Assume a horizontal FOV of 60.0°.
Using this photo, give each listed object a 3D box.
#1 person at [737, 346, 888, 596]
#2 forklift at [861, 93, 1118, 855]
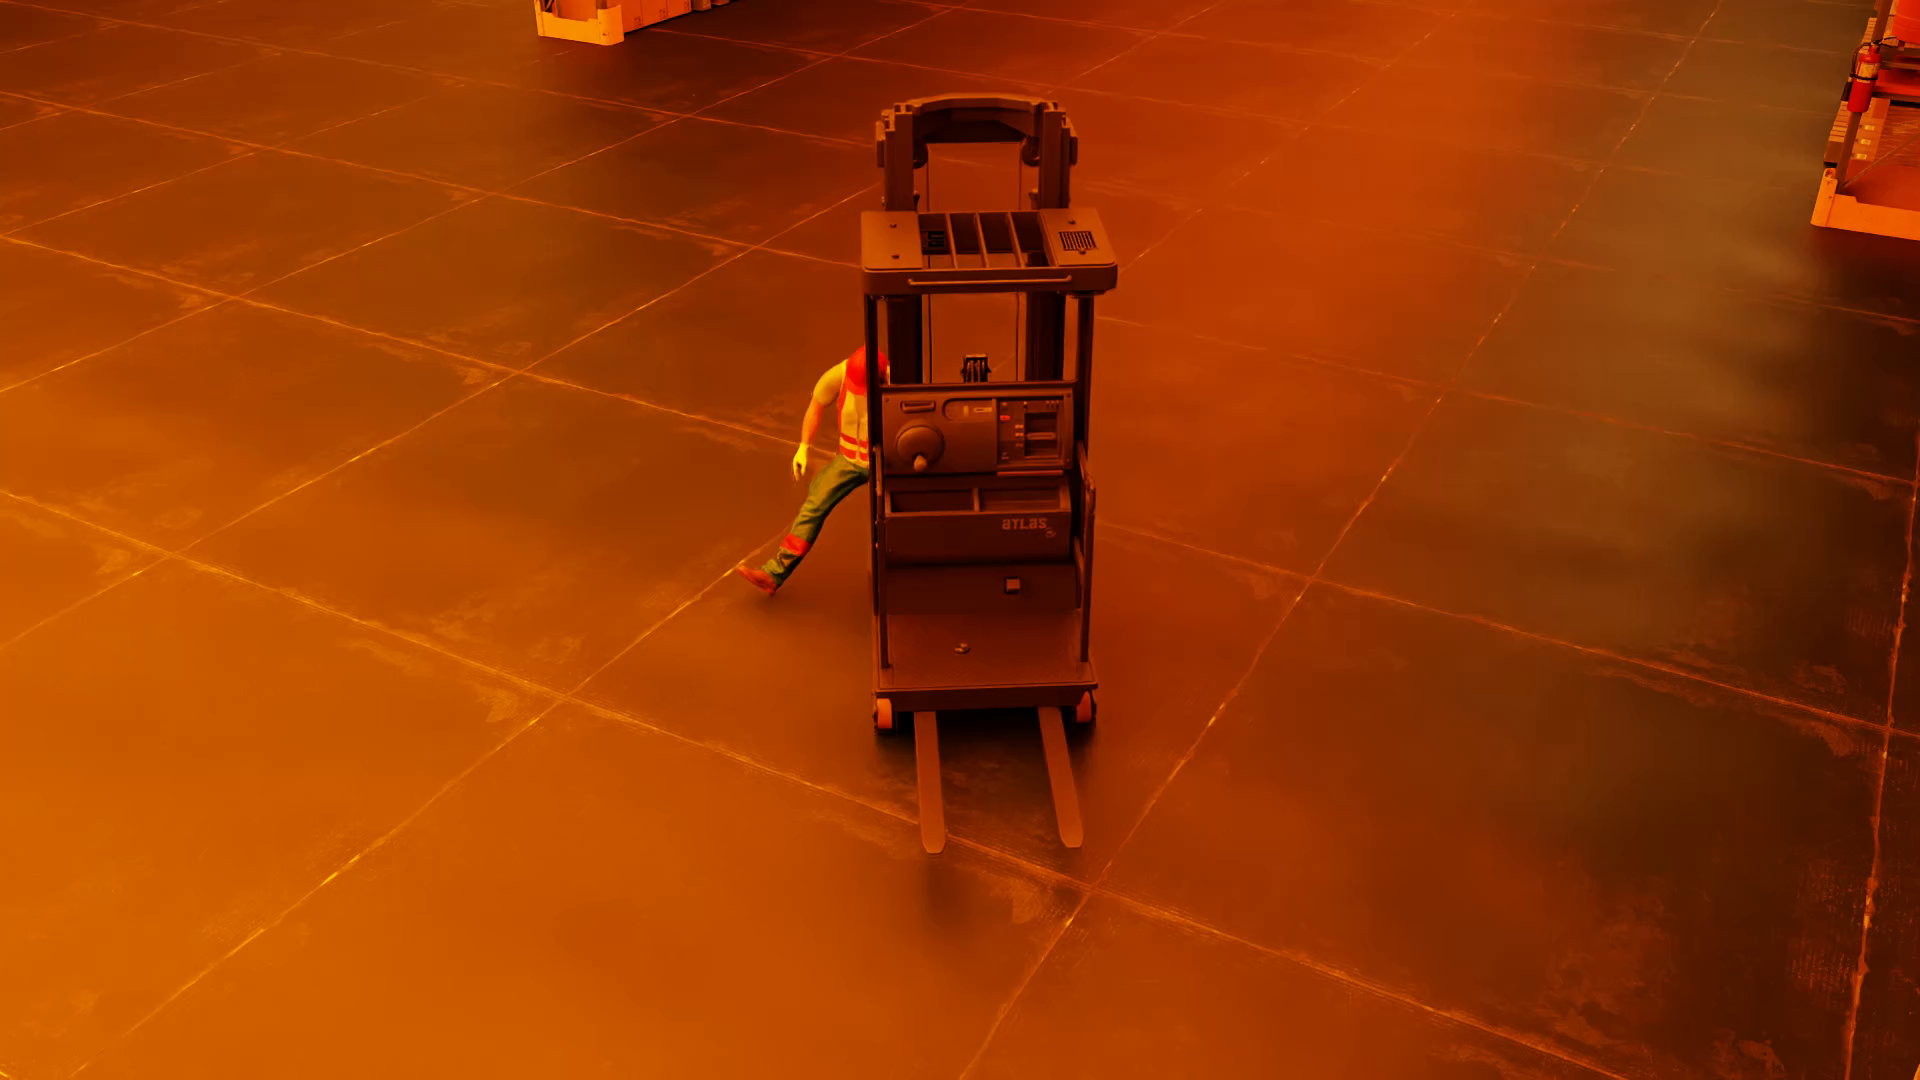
[{"bbox_3d":[-0.510,-0.357,9.101,1.137,1.451,1.045,16,34,25],"label":"person"},{"bbox_3d":[0.104,-0.482,7.907,1.130,2.935,3.031,-2,30,-3],"label":"forklift"}]
